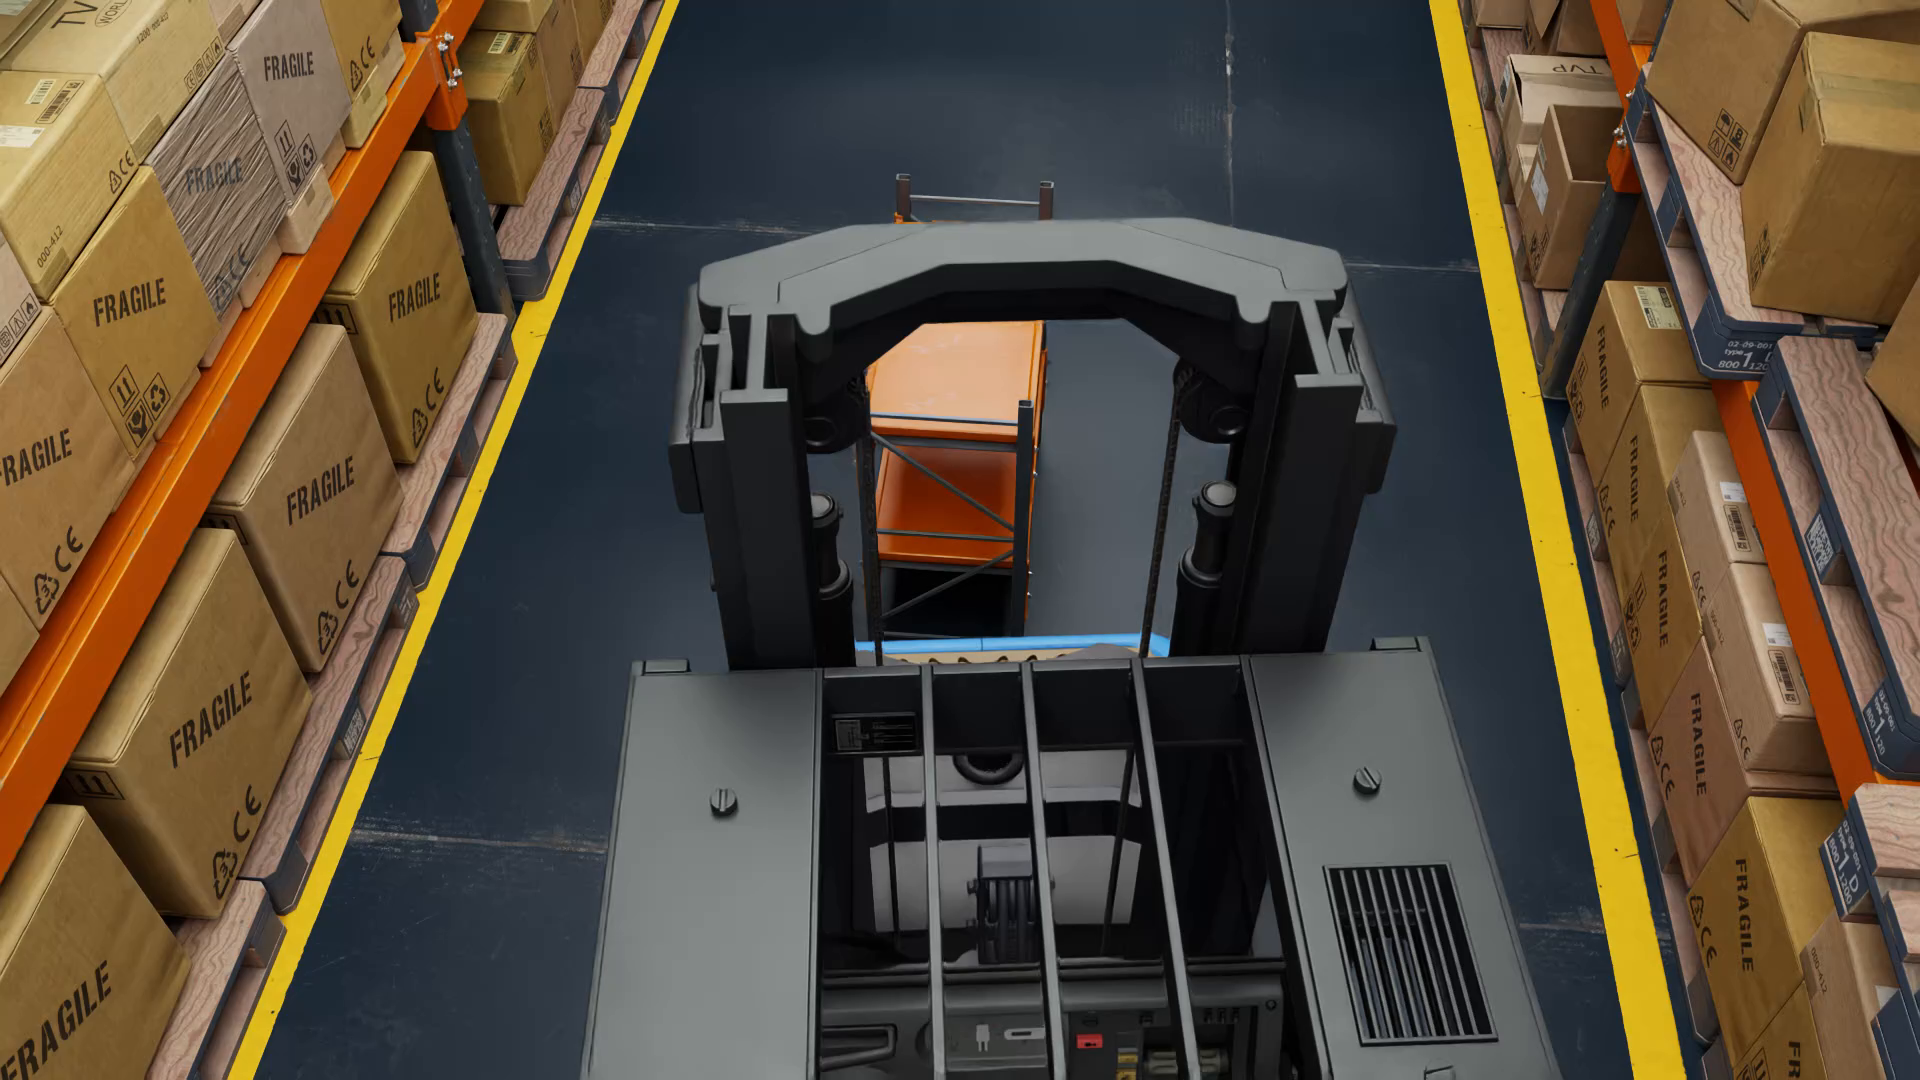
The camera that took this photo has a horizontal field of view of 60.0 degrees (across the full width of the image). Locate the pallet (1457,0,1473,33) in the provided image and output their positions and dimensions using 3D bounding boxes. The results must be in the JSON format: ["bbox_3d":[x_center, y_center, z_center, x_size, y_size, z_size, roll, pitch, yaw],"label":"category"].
[{"bbox_3d":[2.972,-2.904,8.263,1.003,0.211,1.213,4,48,4],"label":"pallet"}]

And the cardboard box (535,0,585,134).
[{"bbox_3d":[-2.028,-2.087,7.036,0.700,0.500,0.500,3,48,3],"label":"cardboard box"}]

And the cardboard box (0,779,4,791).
[{"bbox_3d":[-2.212,0.539,3.381,0.380,0.149,0.250,5,48,5],"label":"cardboard box"}]

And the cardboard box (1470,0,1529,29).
[{"bbox_3d":[2.627,-2.592,7.653,0.500,0.250,0.500,4,48,4],"label":"cardboard box"}]

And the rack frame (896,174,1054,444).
[{"bbox_3d":[0.047,-0.758,5.681,0.500,1.125,0.032,4,48,4],"label":"rack frame"}]

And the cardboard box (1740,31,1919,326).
[{"bbox_3d":[2.420,-0.880,4.170,0.700,0.500,0.500,11,48,10],"label":"cardboard box"}]

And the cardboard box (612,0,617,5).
[{"bbox_3d":[-1.938,-2.857,7.739,0.700,0.500,0.500,2,48,2],"label":"cardboard box"}]

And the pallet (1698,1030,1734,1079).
[{"bbox_3d":[2.427,1.787,3.972,1.003,0.211,1.213,4,48,4],"label":"pallet"}]

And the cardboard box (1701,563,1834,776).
[{"bbox_3d":[2.263,0.337,4.296,0.500,0.250,0.500,3,48,3],"label":"cardboard box"}]

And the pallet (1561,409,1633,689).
[{"bbox_3d":[2.649,-0.006,5.612,1.003,0.211,1.213,4,48,4],"label":"pallet"}]

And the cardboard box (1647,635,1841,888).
[{"bbox_3d":[2.262,0.618,4.548,0.500,0.500,0.500,2,48,2],"label":"cardboard box"}]

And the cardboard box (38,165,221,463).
[{"bbox_3d":[-2.170,-0.551,3.938,0.500,0.500,0.500,5,48,5],"label":"cardboard box"}]

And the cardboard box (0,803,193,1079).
[{"bbox_3d":[-2.415,1.114,3.871,0.750,0.750,0.750,3,48,3],"label":"cardboard box"}]

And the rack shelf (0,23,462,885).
[{"bbox_3d":[-2.430,-0.165,4.356,1.077,0.370,4.000,4,48,4],"label":"rack shelf"}]

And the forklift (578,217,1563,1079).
[{"bbox_3d":[0.110,1.064,2.790,1.130,2.935,3.031,-2,48,-2],"label":"forklift"}]

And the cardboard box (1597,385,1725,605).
[{"bbox_3d":[2.361,-0.120,5.223,0.500,0.500,0.500,4,48,4],"label":"cardboard box"}]

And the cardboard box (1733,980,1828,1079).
[{"bbox_3d":[2.173,1.384,3.847,0.500,0.500,0.500,6,48,5],"label":"cardboard box"}]

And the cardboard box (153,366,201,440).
[{"bbox_3d":[-2.192,-0.407,4.246,0.380,0.149,0.250,5,48,5],"label":"cardboard box"}]

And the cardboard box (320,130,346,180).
[{"bbox_3d":[-2.065,-1.158,4.933,0.380,0.149,0.250,5,48,5],"label":"cardboard box"}]

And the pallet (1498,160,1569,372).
[{"bbox_3d":[2.749,-1.111,6.623,1.003,0.211,1.213,4,48,4],"label":"pallet"}]

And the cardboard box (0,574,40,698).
[{"bbox_3d":[-2.256,0.197,3.254,0.500,0.500,0.500,5,48,5],"label":"cardboard box"}]

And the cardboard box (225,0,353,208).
[{"bbox_3d":[-2.075,-1.287,4.611,0.500,0.500,0.500,4,48,4],"label":"cardboard box"}]

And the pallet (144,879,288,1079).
[{"bbox_3d":[-2.465,1.429,4.300,1.003,0.211,1.213,4,48,4],"label":"pallet"}]

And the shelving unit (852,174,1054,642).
[{"bbox_3d":[0.001,-0.385,5.339,0.538,1.125,1.048,4,48,4],"label":"shelving unit"}]

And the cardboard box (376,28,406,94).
[{"bbox_3d":[-1.997,-1.532,5.275,0.380,0.149,0.250,4,48,4],"label":"cardboard box"}]

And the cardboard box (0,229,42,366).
[{"bbox_3d":[-2.224,-0.411,3.302,0.500,0.250,0.500,4,48,4],"label":"cardboard box"}]

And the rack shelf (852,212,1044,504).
[{"bbox_3d":[0.001,-0.582,5.123,0.538,0.278,1.000,4,48,4],"label":"rack shelf"}]

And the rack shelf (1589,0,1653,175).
[{"bbox_3d":[2.868,-2.774,6.742,1.077,0.370,4.000,4,48,4],"label":"rack shelf"}]

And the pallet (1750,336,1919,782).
[{"bbox_3d":[2.494,0.028,3.822,1.003,0.211,1.213,4,48,4],"label":"pallet"}]

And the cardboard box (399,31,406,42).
[{"bbox_3d":[-2.289,-1.844,6.374,0.380,0.149,0.250,4,48,3],"label":"cardboard box"}]

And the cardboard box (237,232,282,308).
[{"bbox_3d":[-2.119,-0.784,4.591,0.380,0.149,0.250,4,48,4],"label":"cardboard box"}]

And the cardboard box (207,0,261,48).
[{"bbox_3d":[-2.092,-1.536,4.331,0.500,0.250,0.500,5,48,4],"label":"cardboard box"}]

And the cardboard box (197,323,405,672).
[{"bbox_3d":[-2.256,-0.154,5.030,0.750,0.750,0.750,5,48,5],"label":"cardboard box"}]

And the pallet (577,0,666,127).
[{"bbox_3d":[-1.992,-2.389,7.792,1.003,0.211,1.213,4,48,4],"label":"pallet"}]

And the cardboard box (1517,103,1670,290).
[{"bbox_3d":[2.455,-1.290,6.293,0.500,0.500,0.500,4,48,4],"label":"cardboard box"}]

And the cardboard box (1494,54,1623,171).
[{"bbox_3d":[2.523,-1.777,6.867,0.500,0.311,0.500,4,48,4],"label":"cardboard box"}]

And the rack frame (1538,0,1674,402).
[{"bbox_3d":[2.686,-1.547,5.132,1.000,3.000,0.127,4,48,4],"label":"rack frame"}]
